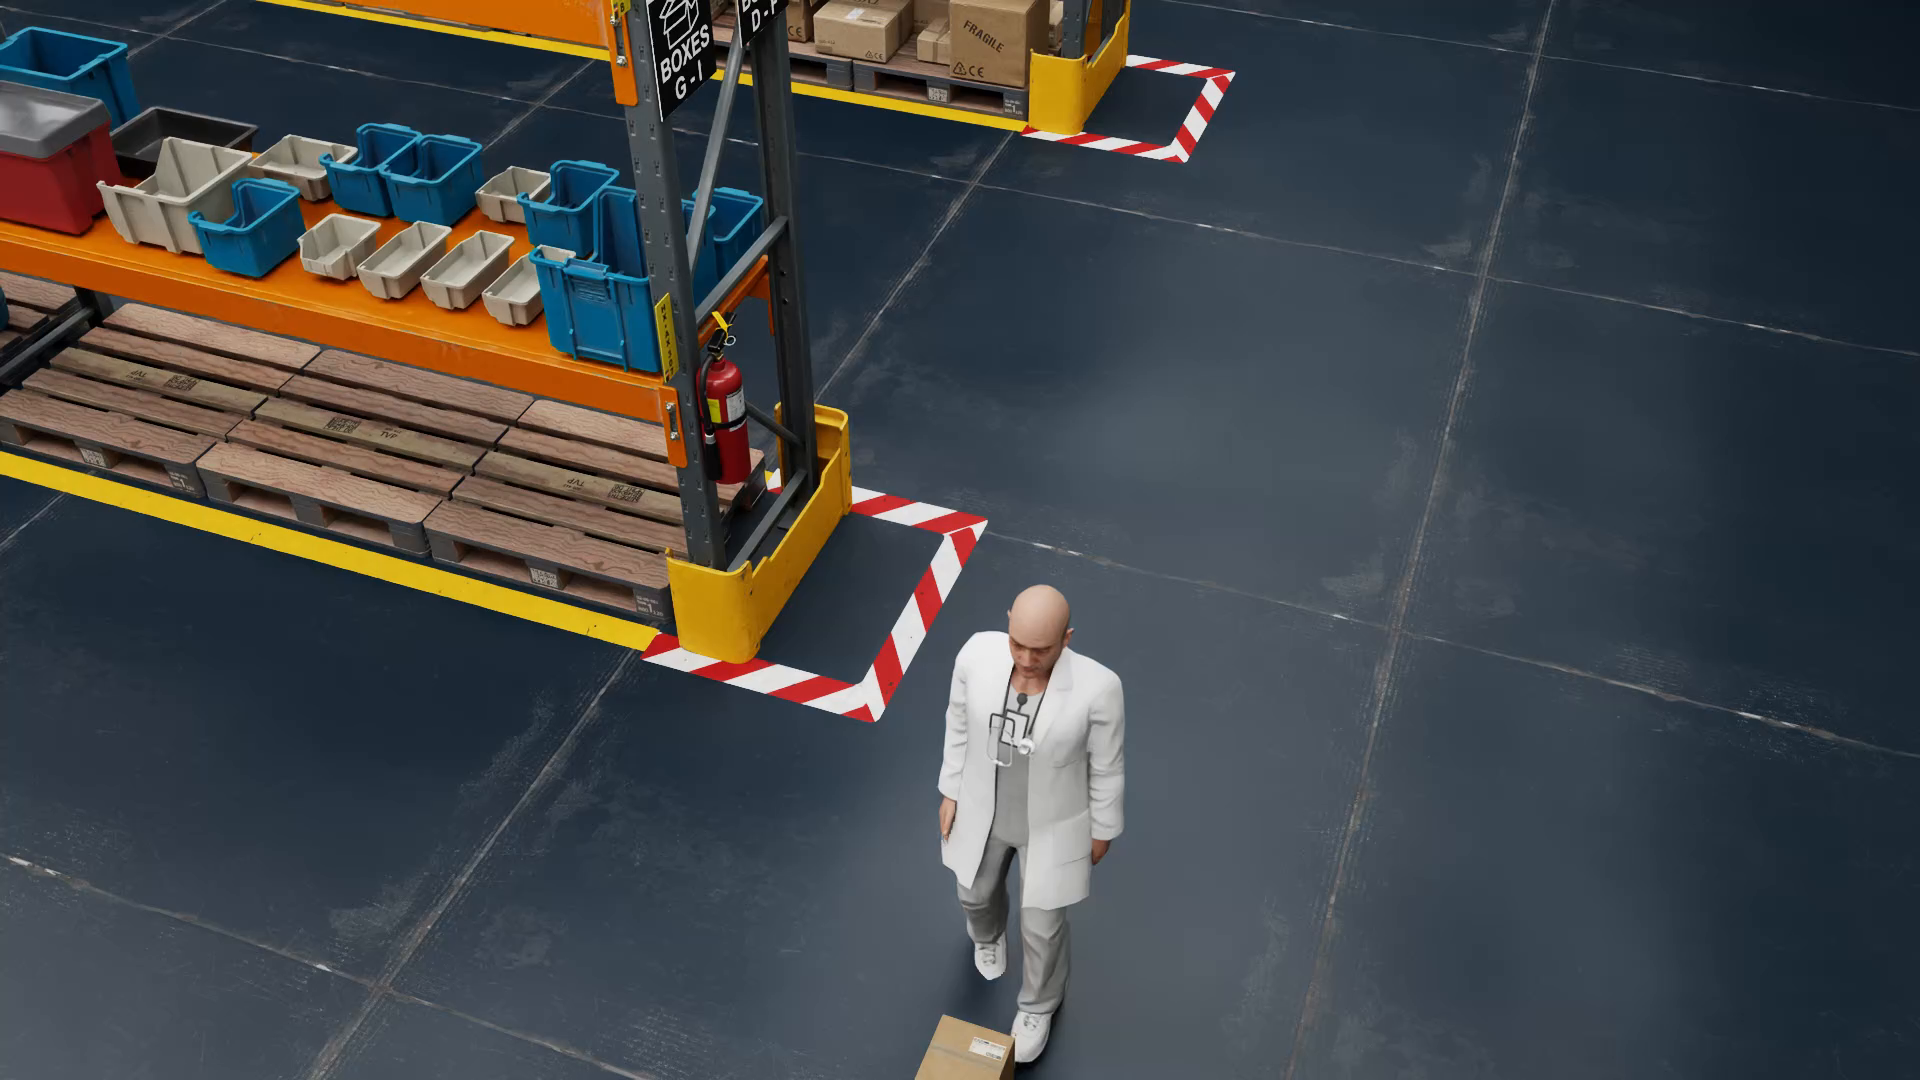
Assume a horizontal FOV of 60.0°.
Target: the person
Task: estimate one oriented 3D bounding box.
[{"bbox_3d":[0.196,0.901,5.185,0.598,1.826,0.591,14,43,16],"label":"person"}]
